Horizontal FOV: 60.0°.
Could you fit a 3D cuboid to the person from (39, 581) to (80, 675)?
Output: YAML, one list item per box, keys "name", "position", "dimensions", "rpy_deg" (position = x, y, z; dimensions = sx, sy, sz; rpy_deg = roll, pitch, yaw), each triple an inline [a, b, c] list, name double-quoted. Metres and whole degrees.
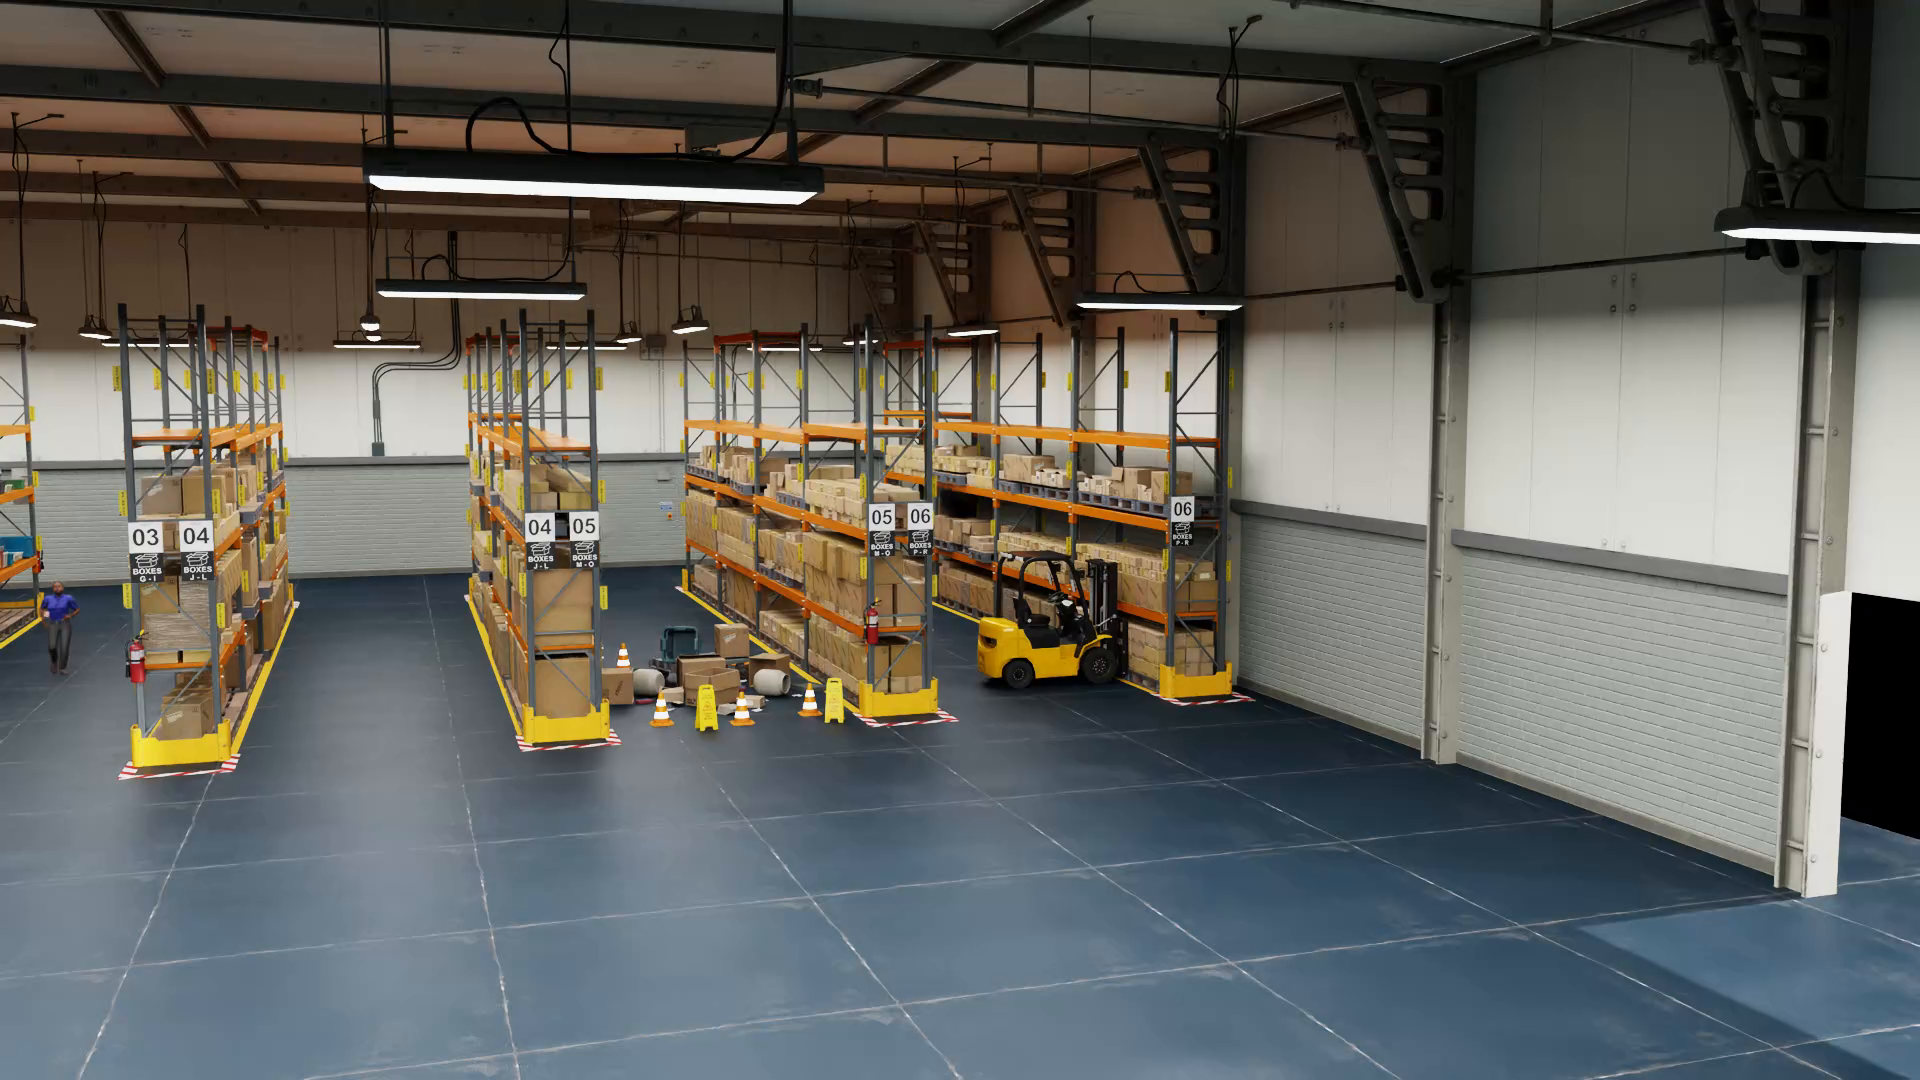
- name: "person"
  position: [-15.315, 1.501, 28.296]
  dimensions: [0.628, 1.621, 0.546]
  rpy_deg: [-2, 6, -24]
